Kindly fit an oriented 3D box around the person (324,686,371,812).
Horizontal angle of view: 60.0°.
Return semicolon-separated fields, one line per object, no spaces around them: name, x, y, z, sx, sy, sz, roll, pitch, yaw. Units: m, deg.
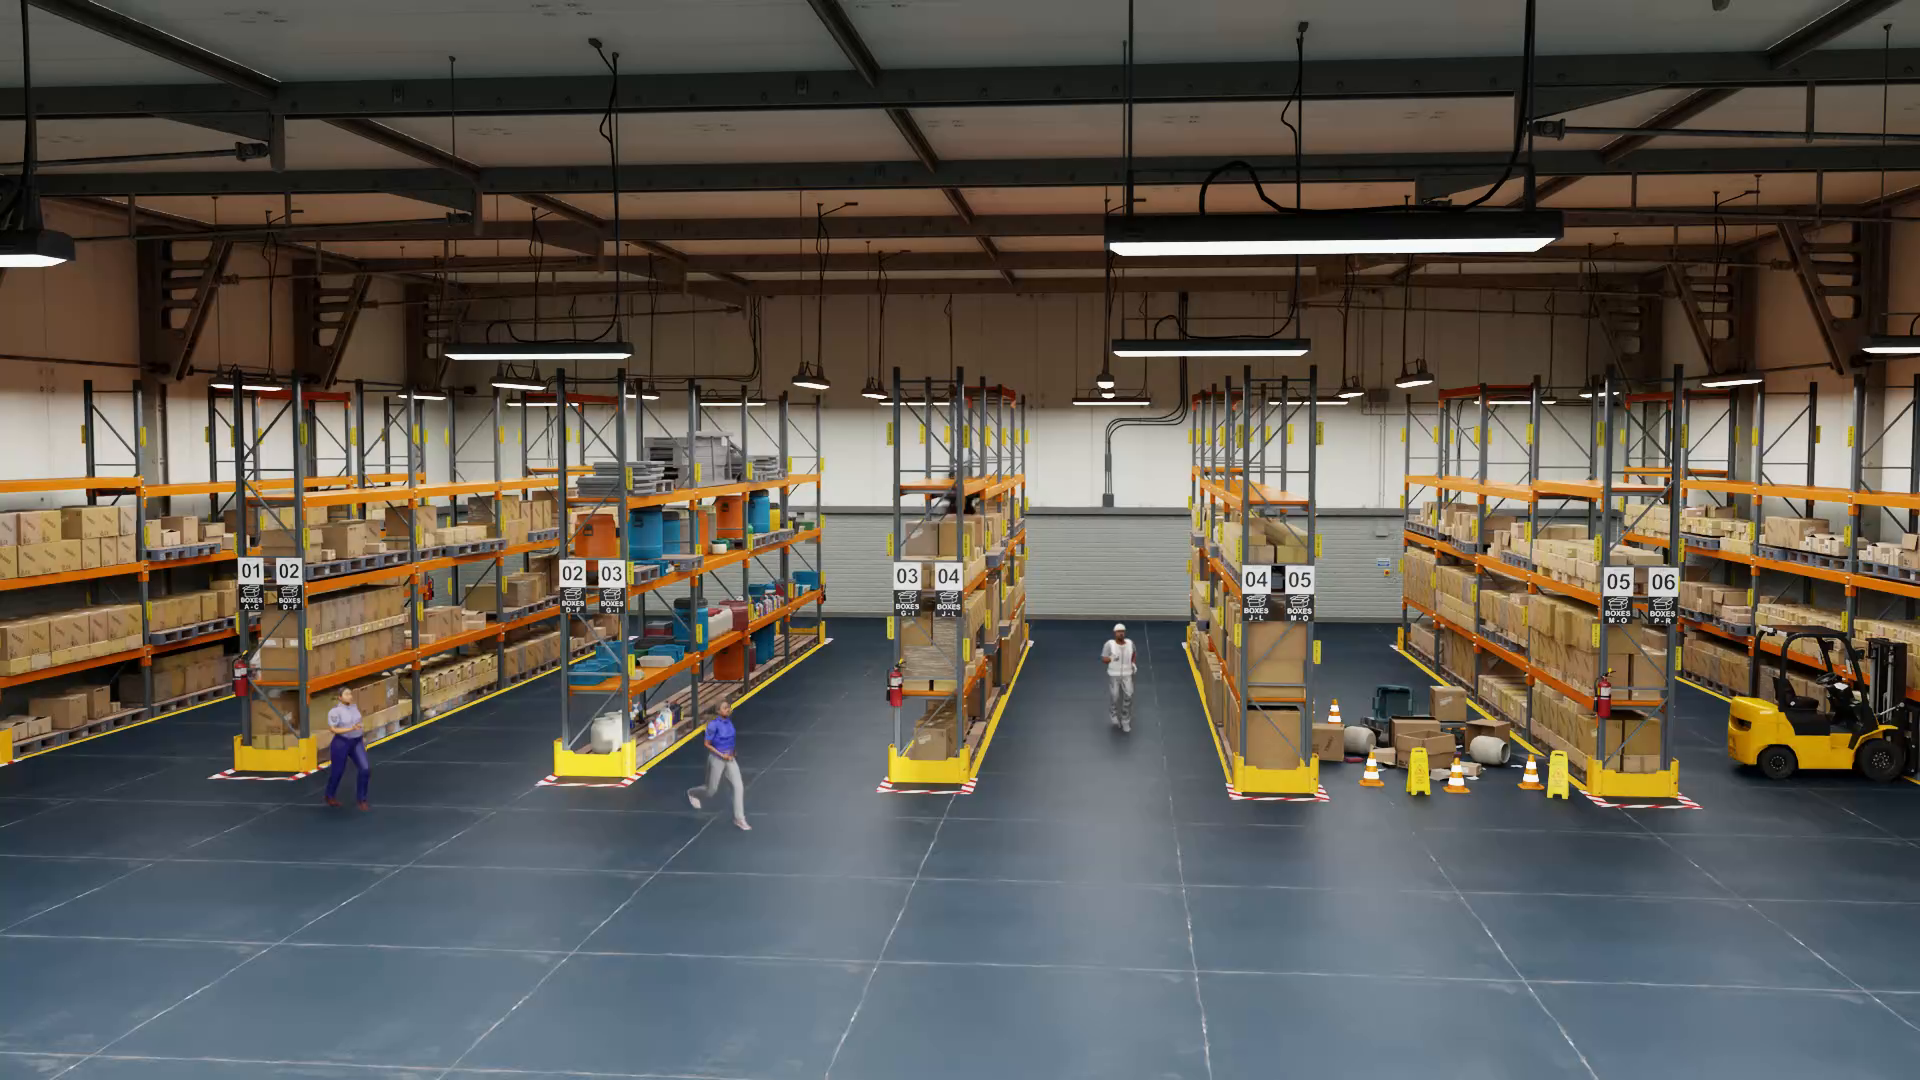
person;-8.206;2.811;22.252;0.750;1.700;0.576;3;4;36

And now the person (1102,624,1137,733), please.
person;2.734;2.347;28.362;0.654;1.837;0.735;0;4;-4

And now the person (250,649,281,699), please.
person;-11.591;2.391;27.928;0.664;1.789;0.938;0;4;-7

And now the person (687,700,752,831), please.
person;-3.090;2.884;21.396;1.034;1.643;0.547;3;5;40
